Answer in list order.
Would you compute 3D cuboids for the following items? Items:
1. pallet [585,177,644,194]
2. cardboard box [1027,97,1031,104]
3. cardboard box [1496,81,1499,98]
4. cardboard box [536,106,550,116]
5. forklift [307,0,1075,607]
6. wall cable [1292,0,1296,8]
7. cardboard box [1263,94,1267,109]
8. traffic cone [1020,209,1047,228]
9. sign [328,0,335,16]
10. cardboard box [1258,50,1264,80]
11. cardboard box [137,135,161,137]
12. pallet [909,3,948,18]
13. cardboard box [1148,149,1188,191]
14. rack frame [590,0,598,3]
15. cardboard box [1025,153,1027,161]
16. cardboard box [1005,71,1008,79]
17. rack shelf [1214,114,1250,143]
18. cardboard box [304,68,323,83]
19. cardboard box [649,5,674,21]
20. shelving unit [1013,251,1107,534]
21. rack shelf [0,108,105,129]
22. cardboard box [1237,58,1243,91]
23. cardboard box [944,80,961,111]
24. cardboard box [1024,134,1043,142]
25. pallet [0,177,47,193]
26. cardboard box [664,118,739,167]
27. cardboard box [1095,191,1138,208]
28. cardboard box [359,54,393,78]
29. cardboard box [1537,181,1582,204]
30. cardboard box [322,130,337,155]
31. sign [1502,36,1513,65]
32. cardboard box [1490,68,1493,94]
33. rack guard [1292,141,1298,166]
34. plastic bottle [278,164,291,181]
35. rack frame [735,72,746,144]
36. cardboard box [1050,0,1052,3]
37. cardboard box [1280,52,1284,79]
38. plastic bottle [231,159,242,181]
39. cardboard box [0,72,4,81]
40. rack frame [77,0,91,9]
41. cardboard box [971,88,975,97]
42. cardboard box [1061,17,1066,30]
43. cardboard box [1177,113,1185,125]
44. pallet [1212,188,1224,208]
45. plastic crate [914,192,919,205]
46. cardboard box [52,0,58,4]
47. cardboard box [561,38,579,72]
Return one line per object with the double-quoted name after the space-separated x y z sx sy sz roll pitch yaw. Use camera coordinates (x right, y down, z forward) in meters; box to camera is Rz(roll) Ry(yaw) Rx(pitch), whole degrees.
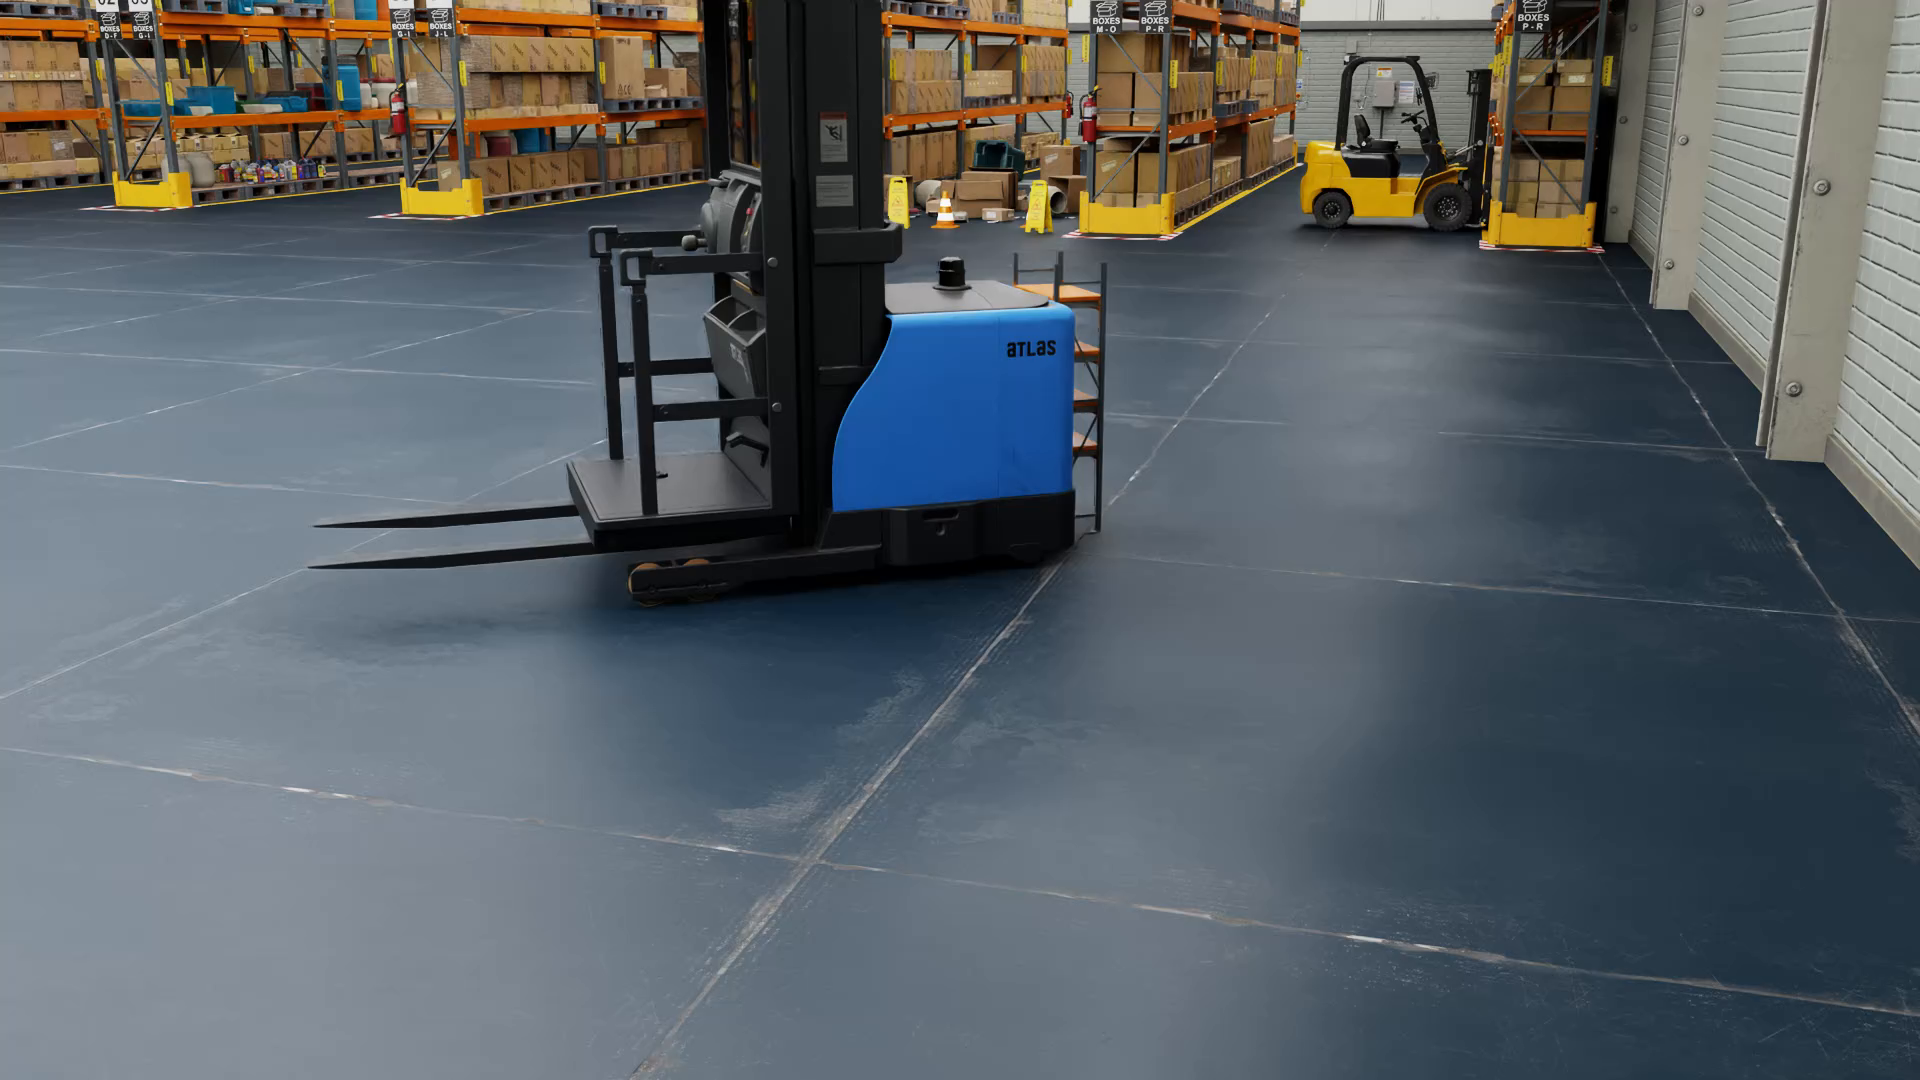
-6.058 -6.002 28.103 1.003 0.211 1.213 5 16 16 "pallet"
1.228 -8.967 33.908 0.380 0.149 0.250 4 16 13 "cardboard box"
8.737 -7.107 26.247 0.500 0.250 0.500 5 16 16 "cardboard box"
-6.497 -6.548 25.380 0.380 0.149 0.250 5 16 16 "cardboard box"
-1.092 -1.314 6.591 3.031 2.935 1.130 -5 17 -18 "forklift"
7.981 -13.907 39.868 0.463 3.000 0.029 5 16 16 "wall cable"
5.304 -7.991 30.282 0.500 0.250 0.500 4 16 14 "cardboard box"
0.973 -4.317 21.701 0.336 0.463 0.334 5 16 16 "traffic cone"
-10.502 -8.926 27.787 0.100 0.325 0.005 5 16 16 "sign"
5.029 -8.322 29.155 0.500 0.500 0.500 5 17 17 "cardboard box"
-15.502 -7.584 31.813 0.500 0.311 0.500 4 16 15 "cardboard box"
-0.861 -8.662 27.220 1.003 0.211 1.213 5 17 18 "pallet"
2.732 -4.898 21.995 0.500 0.500 0.500 4 16 14 "cardboard box"
-6.277 -10.026 26.185 1.000 3.000 0.127 5 16 16 "rack frame"
1.134 -7.722 33.513 0.380 0.149 0.250 4 16 13 "cardboard box"
0.720 -8.998 32.158 0.380 0.149 0.250 4 16 14 "cardboard box"
3.792 -6.548 26.238 1.077 0.370 4.000 5 16 16 "rack shelf"
-13.944 -9.785 35.377 0.700 0.500 0.500 1 16 2 "cardboard box"
-5.314 -9.152 28.875 0.500 0.250 0.500 5 17 17 "cardboard box"
0.434 -0.663 7.470 0.258 1.200 0.503 -5 17 -18 "shelving unit"
-16.343 -7.039 27.969 1.077 0.370 4.000 5 16 16 "rack shelf"
4.219 -7.402 26.432 0.500 0.500 0.500 3 16 12 "cardboard box"
-0.284 -7.685 28.742 0.500 0.500 0.500 5 16 16 "cardboard box"
1.535 -8.490 35.129 0.380 0.149 0.250 4 16 14 "cardboard box"
-16.385 -6.042 28.245 1.003 0.211 1.213 5 16 16 "pallet"
-4.925 -7.545 31.557 1.225 0.875 0.875 4 16 13 "cardboard box"
2.066 -4.443 21.764 0.500 0.250 0.500 5 16 16 "cardboard box"
-13.097 -10.632 37.302 0.500 0.500 0.500 5 17 17 "cardboard box"
7.180 -4.167 19.878 0.500 0.250 0.500 5 17 17 "cardboard box"
-13.658 -8.600 35.926 0.500 0.500 0.500 5 17 17 "cardboard box"
6.331 -5.657 19.222 0.100 0.325 0.005 5 16 16 "sign"
9.906 -8.221 29.864 0.700 0.500 0.500 5 17 17 "cardboard box"
6.641 -8.314 35.726 1.175 0.500 0.348 5 16 16 "rack guard"
-11.129 -6.057 27.373 0.152 0.276 0.135 5 17 17 "plastic bottle"
-2.687 -5.682 21.865 1.000 3.000 0.127 5 16 16 "rack frame"
1.710 -11.298 34.797 0.380 0.149 0.250 4 16 15 "cardboard box"
6.015 -9.231 32.361 0.500 0.500 0.500 4 16 15 "cardboard box"
-11.881 -6.073 27.291 0.144 0.351 0.185 5 17 18 "plastic bottle"
-16.155 -7.711 27.645 0.380 0.149 0.250 5 17 16 "cardboard box"
-15.774 -10.795 28.897 1.000 3.000 0.127 5 16 16 "rack frame"
0.059 -8.098 30.075 0.380 0.149 0.250 5 17 19 "cardboard box"
1.984 -11.099 35.743 0.500 0.250 0.500 4 16 15 "cardboard box"
2.710 -5.470 21.577 0.380 0.149 0.250 5 17 17 "cardboard box"
3.444 -5.233 25.394 1.003 0.211 1.213 5 16 16 "pallet"
-0.344 -5.256 25.412 0.662 0.188 0.450 -15 11 -41 "plastic crate"
-19.308 -11.170 34.728 0.700 0.500 0.500 3 16 12 "cardboard box"
-6.282 -7.542 25.861 0.500 0.500 0.500 5 16 16 "cardboard box"
